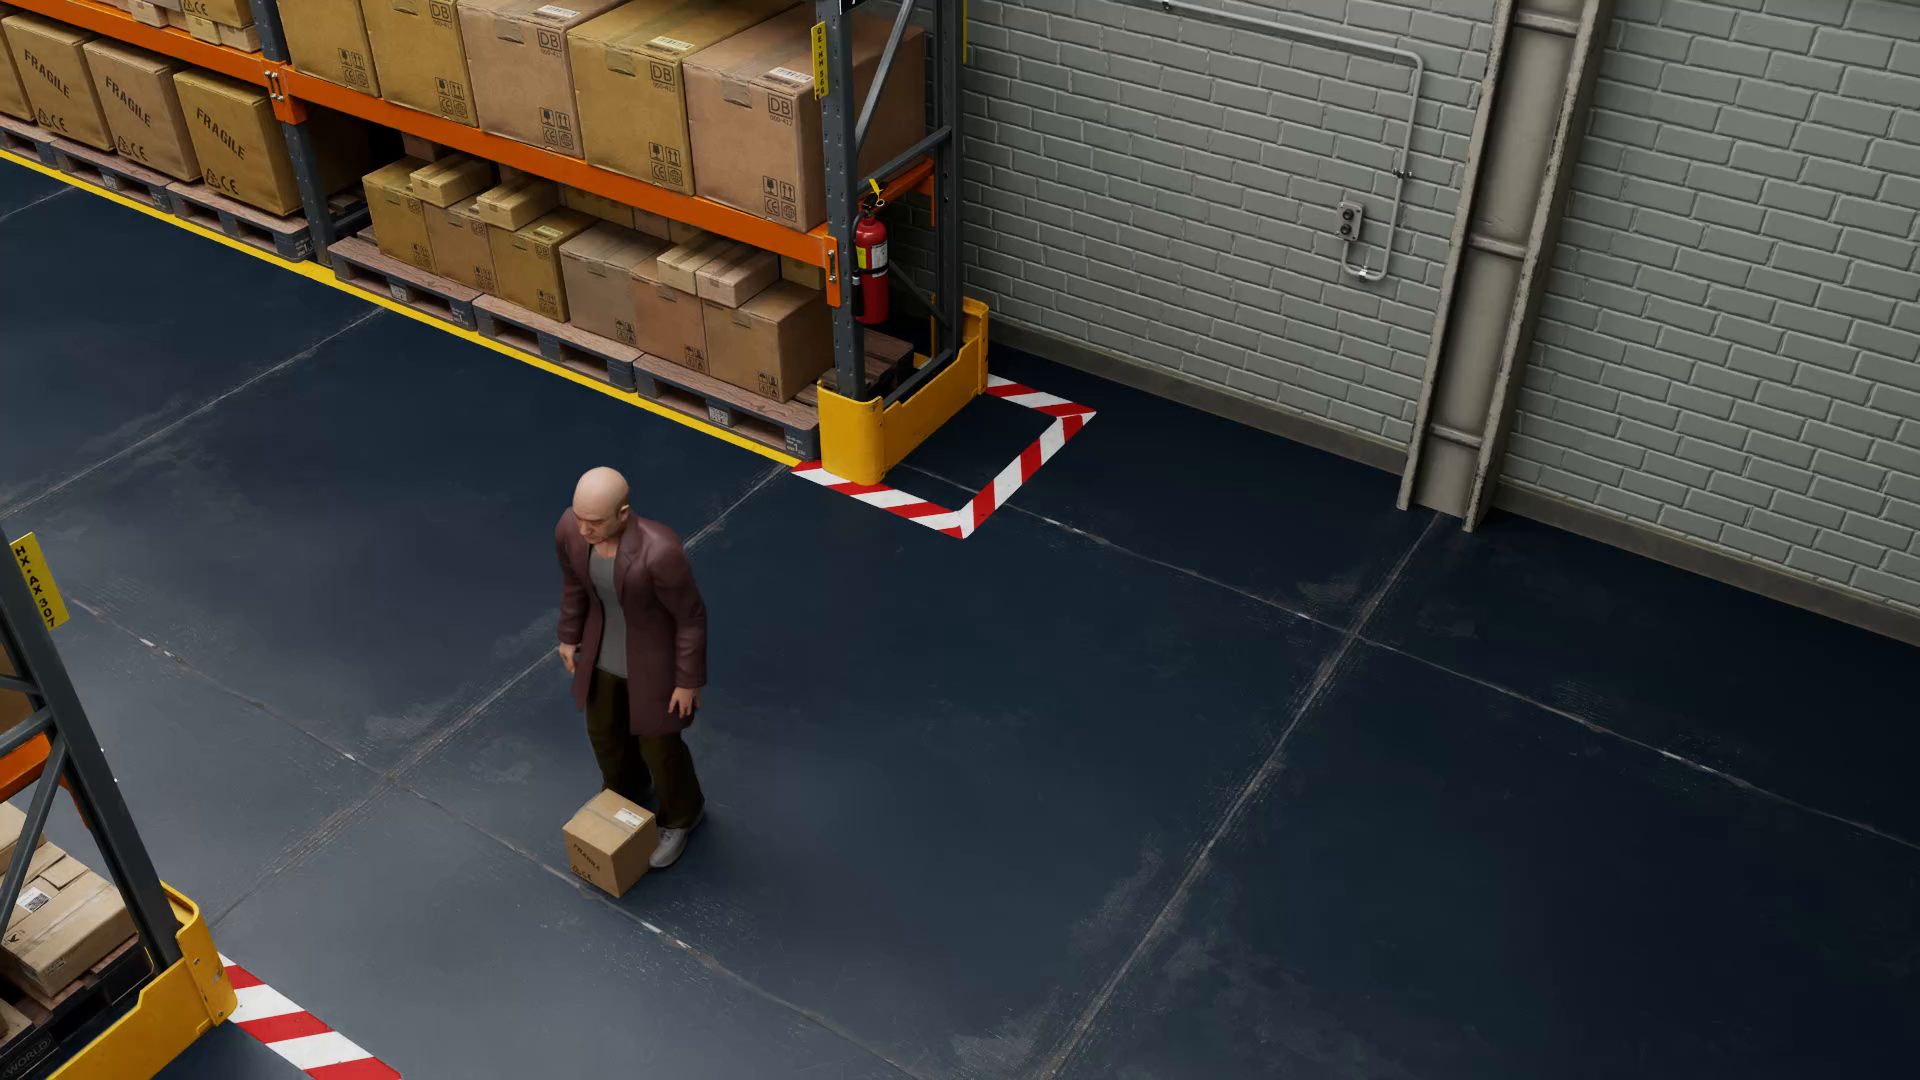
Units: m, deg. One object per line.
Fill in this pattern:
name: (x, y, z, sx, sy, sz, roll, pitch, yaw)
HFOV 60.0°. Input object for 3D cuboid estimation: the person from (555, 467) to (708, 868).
person: (-1.207, 0.443, 6.125, 0.649, 1.772, 0.429, 19, 42, 22)
